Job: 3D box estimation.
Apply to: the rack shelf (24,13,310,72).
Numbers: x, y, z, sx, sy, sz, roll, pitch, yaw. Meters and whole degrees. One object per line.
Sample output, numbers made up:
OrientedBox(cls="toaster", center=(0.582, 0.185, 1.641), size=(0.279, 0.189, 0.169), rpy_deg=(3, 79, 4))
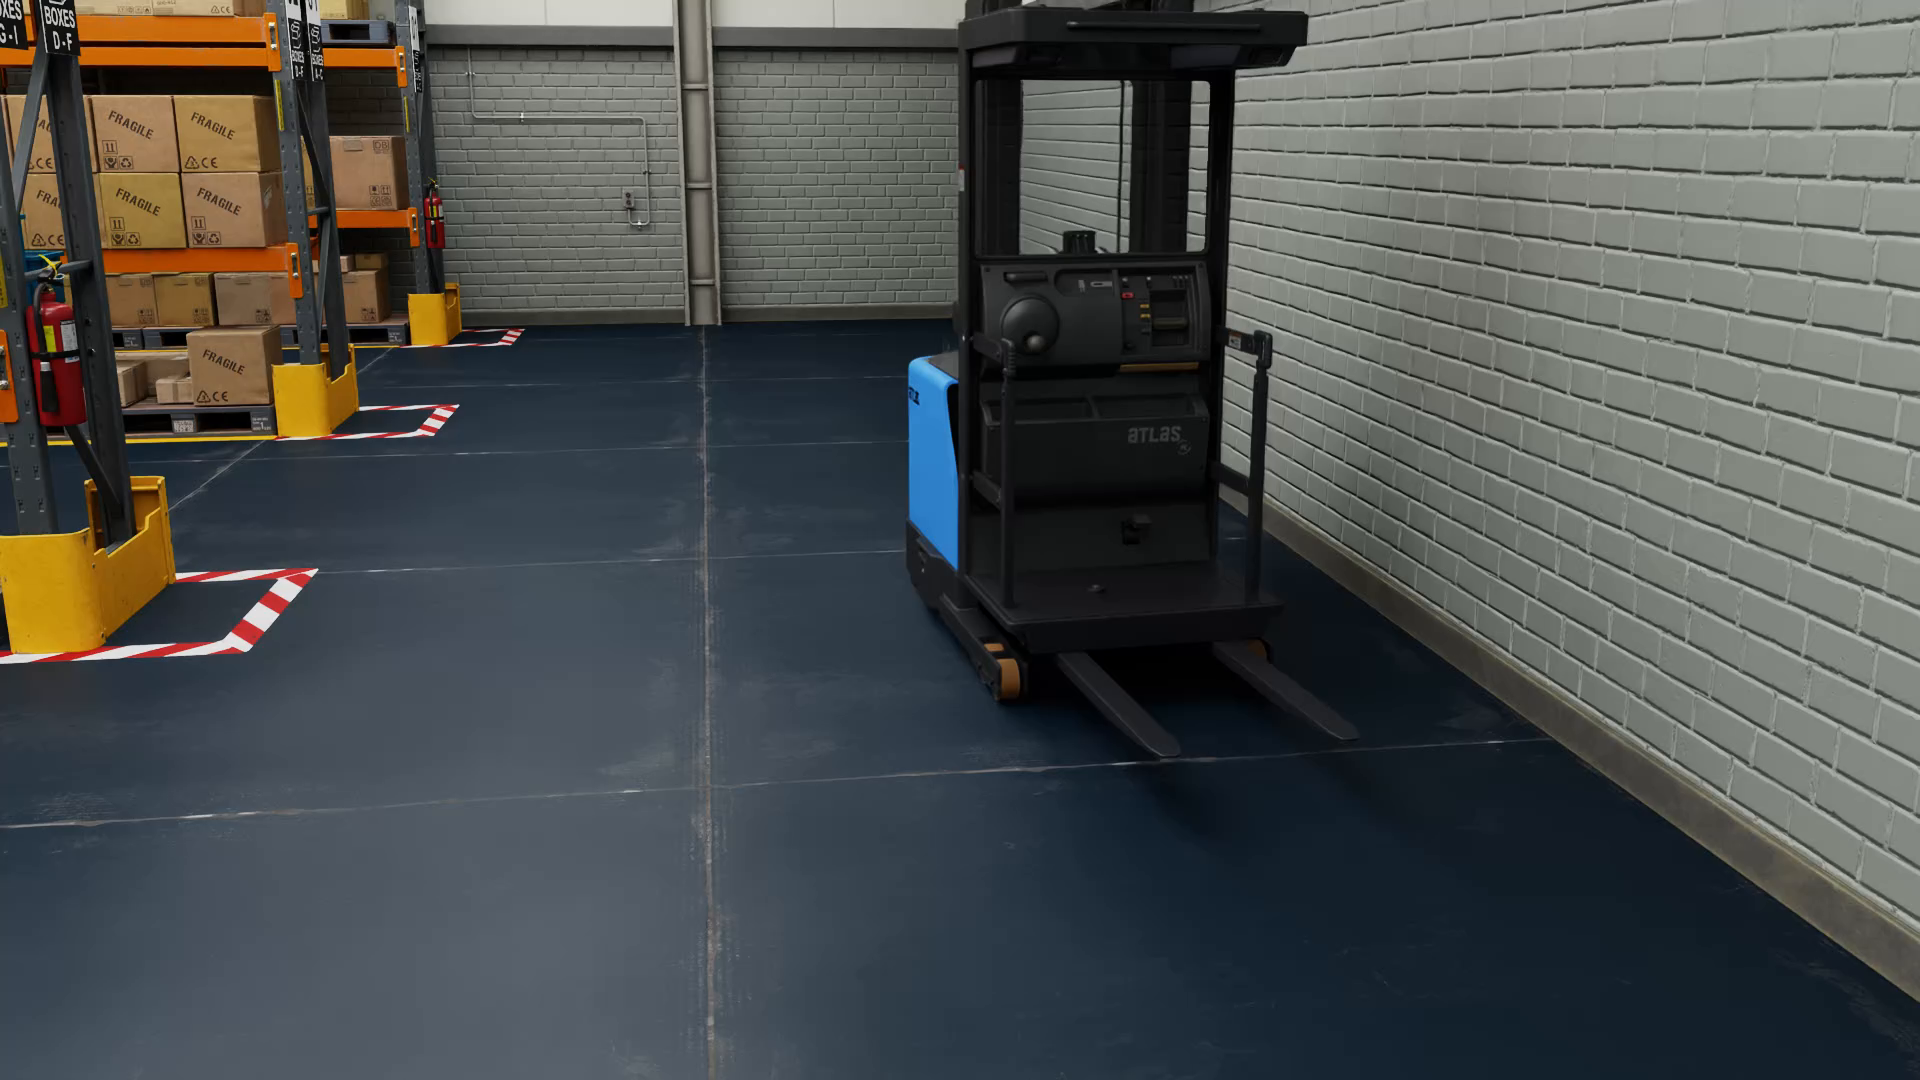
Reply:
OrientedBox(cls="rack shelf", center=(-6.571, -3.349, 11.222), size=(4.000, 0.370, 1.077), rpy_deg=(-2, 14, -8))

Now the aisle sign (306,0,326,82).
OrientedBox(cls="aisle sign", center=(-4.569, -3.650, 11.764), size=(0.004, 0.787, 0.394), rpy_deg=(-2, 14, -8))

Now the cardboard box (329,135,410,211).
OrientedBox(cls="cardboard box", center=(-5.837, -3.632, 16.420), size=(0.700, 0.700, 0.980), rpy_deg=(-1, 14, -6))

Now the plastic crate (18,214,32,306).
OrientedBox(cls="plastic crate", center=(-4.162, -1.113, 6.798), size=(0.499, 0.435, 0.616), rpy_deg=(-2, 14, -8))

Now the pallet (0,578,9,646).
OrientedBox(cls="pallet", center=(-4.680, 0.249, 7.294), size=(1.213, 0.211, 1.003), rpy_deg=(-2, 14, -8))

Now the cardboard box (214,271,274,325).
OrientedBox(cls="cardboard box", center=(-7.004, -2.412, 16.450), size=(0.500, 0.500, 0.700), rpy_deg=(-3, 14, -10))

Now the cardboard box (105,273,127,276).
OrientedBox(cls="cardboard box", center=(-8.169, -2.639, 16.020), size=(0.250, 0.149, 0.380), rpy_deg=(-2, 14, -6))

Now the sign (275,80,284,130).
OrientedBox(cls="sign", center=(-4.530, -2.896, 11.074), size=(0.005, 0.325, 0.100), rpy_deg=(-2, 14, -8))

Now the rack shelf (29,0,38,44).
OrientedBox(cls="rack shelf", center=(-5.836, -2.157, 6.471), size=(4.000, 0.370, 1.077), rpy_deg=(-2, 14, -8))

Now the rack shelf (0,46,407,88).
OrientedBox(cls="rack shelf", center=(-7.312, -4.541, 15.973), size=(4.000, 0.370, 1.077), rpy_deg=(-2, 14, -8))

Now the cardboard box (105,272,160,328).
OrientedBox(cls="cardboard box", center=(-8.038, -2.373, 16.294), size=(0.500, 0.500, 0.700), rpy_deg=(-2, 14, -9))

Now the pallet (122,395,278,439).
OrientedBox(cls="pallet", center=(-5.456, -0.931, 12.001), size=(1.213, 0.211, 1.003), rpy_deg=(-2, 14, -8))

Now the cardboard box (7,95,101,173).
OrientedBox(cls="cardboard box", center=(-6.003, -2.728, 11.174), size=(0.500, 0.500, 0.500), rpy_deg=(-2, 14, -7))

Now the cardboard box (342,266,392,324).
OrientedBox(cls="cardboard box", center=(-6.012, -2.449, 16.595), size=(0.500, 0.500, 0.700), rpy_deg=(-2, 14, -8))

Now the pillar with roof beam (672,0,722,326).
OrientedBox(cls="pillar with roof beam", center=(-2.152, -5.687, 12.900), size=(0.400, 9.000, 9.100), rpy_deg=(-2, 14, -8))

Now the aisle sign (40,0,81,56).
OrientedBox(cls="aisle sign", center=(-3.832, -2.459, 7.016), size=(0.004, 0.787, 0.394), rpy_deg=(-2, 14, -8))

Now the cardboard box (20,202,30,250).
OrientedBox(cls="cardboard box", center=(-6.500, -2.228, 11.233), size=(0.500, 0.500, 0.500), rpy_deg=(-2, 14, -9))

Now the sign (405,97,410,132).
OrientedBox(cls="sign", center=(-5.267, -4.052, 15.847), size=(0.005, 0.325, 0.100), rpy_deg=(-2, 14, -8))

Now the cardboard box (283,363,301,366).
OrientedBox(cls="cardboard box", center=(-5.058, -1.214, 12.351), size=(0.250, 0.149, 0.380), rpy_deg=(-2, 14, -8))

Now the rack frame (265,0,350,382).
OrientedBox(cls="rack frame", center=(-4.593, -2.316, 11.789), size=(0.127, 3.000, 1.000), rpy_deg=(-2, 14, -8))

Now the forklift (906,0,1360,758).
OrientedBox(cls="forklift", center=(0.592, -0.913, 6.338), size=(1.130, 2.935, 3.031), rpy_deg=(-3, 14, -13))

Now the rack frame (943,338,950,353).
OrientedBox(cls="rack frame", center=(-0.068, -0.507, 8.584), size=(0.008, 1.050, 0.200), rpy_deg=(-2, 14, -8))

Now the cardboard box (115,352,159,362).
OrientedBox(cls="cardboard box", center=(-6.162, -1.208, 12.119), size=(0.500, 0.250, 0.500), rpy_deg=(-2, 14, -8))

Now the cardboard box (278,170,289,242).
OrientedBox(cls="cardboard box", center=(-5.071, -2.411, 11.965), size=(0.500, 0.500, 0.500), rpy_deg=(-2, 14, -7))

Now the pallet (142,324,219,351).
OrientedBox(cls="pallet", center=(-7.317, -2.063, 16.515), size=(1.213, 0.211, 1.003), rpy_deg=(-2, 14, -8))

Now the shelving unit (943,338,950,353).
OrientedBox(cls="shelving unit", center=(0.053, -0.511, 8.602), size=(0.252, 1.050, 0.215), rpy_deg=(-2, 14, -8))

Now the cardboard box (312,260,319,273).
OrientedBox(cls="cardboard box", center=(-6.364, -2.706, 16.285), size=(0.250, 0.149, 0.380), rpy_deg=(-2, 14, -7))

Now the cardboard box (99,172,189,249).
OrientedBox(cls="cardboard box", center=(-5.508, -2.263, 11.372), size=(0.500, 0.500, 0.500), rpy_deg=(-2, 14, -8))

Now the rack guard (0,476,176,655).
OrientedBox(cls="rack guard", center=(-3.837, 0.085, 7.357), size=(0.348, 0.500, 1.175), rpy_deg=(-2, 14, -8))

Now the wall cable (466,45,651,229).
OrientedBox(cls="wall cable", center=(-4.209, -4.274, 17.508), size=(1.851, 1.984, 0.084), rpy_deg=(-2, 14, -8))

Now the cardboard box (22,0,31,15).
OrientedBox(cls="cardboard box", center=(-6.050, -3.579, 10.968), size=(0.500, 0.250, 0.500), rpy_deg=(-2, 14, -8))

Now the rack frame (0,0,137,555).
OrientedBox(cls="rack frame", center=(-3.859, -1.124, 7.037), size=(0.127, 3.000, 1.000), rpy_deg=(-2, 14, -8))

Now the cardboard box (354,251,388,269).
OrientedBox(cls="cardboard box", center=(-5.918, -2.816, 16.726), size=(0.250, 0.149, 0.380), rpy_deg=(-2, 14, -8))

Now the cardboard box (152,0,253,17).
OrientedBox(cls="cardboard box", center=(-5.062, -3.616, 11.115), size=(0.500, 0.250, 0.500), rpy_deg=(-2, 14, -8))

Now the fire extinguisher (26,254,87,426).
OrientedBox(cls="fire extinguisher", center=(-3.642, -0.802, 6.678), size=(0.183, 0.674, 0.296), rpy_deg=(-2, 14, -8))

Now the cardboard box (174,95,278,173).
OrientedBox(cls="cardboard box", center=(-4.992, -2.767, 11.327), size=(0.500, 0.500, 0.500), rpy_deg=(-2, 14, -9))

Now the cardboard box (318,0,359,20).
OrientedBox(cls="cardboard box", center=(-6.019, -5.051, 15.769), size=(0.500, 0.250, 0.500), rpy_deg=(-2, 14, -7))

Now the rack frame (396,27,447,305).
OrientedBox(cls="rack frame", center=(-5.335, -3.507, 16.539), size=(0.127, 3.000, 1.000), rpy_deg=(-2, 14, -8))

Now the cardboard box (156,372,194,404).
OrientedBox(cls="cardboard box", center=(-5.508, -1.083, 11.793), size=(0.250, 0.166, 0.380), rpy_deg=(-2, 14, -8))
